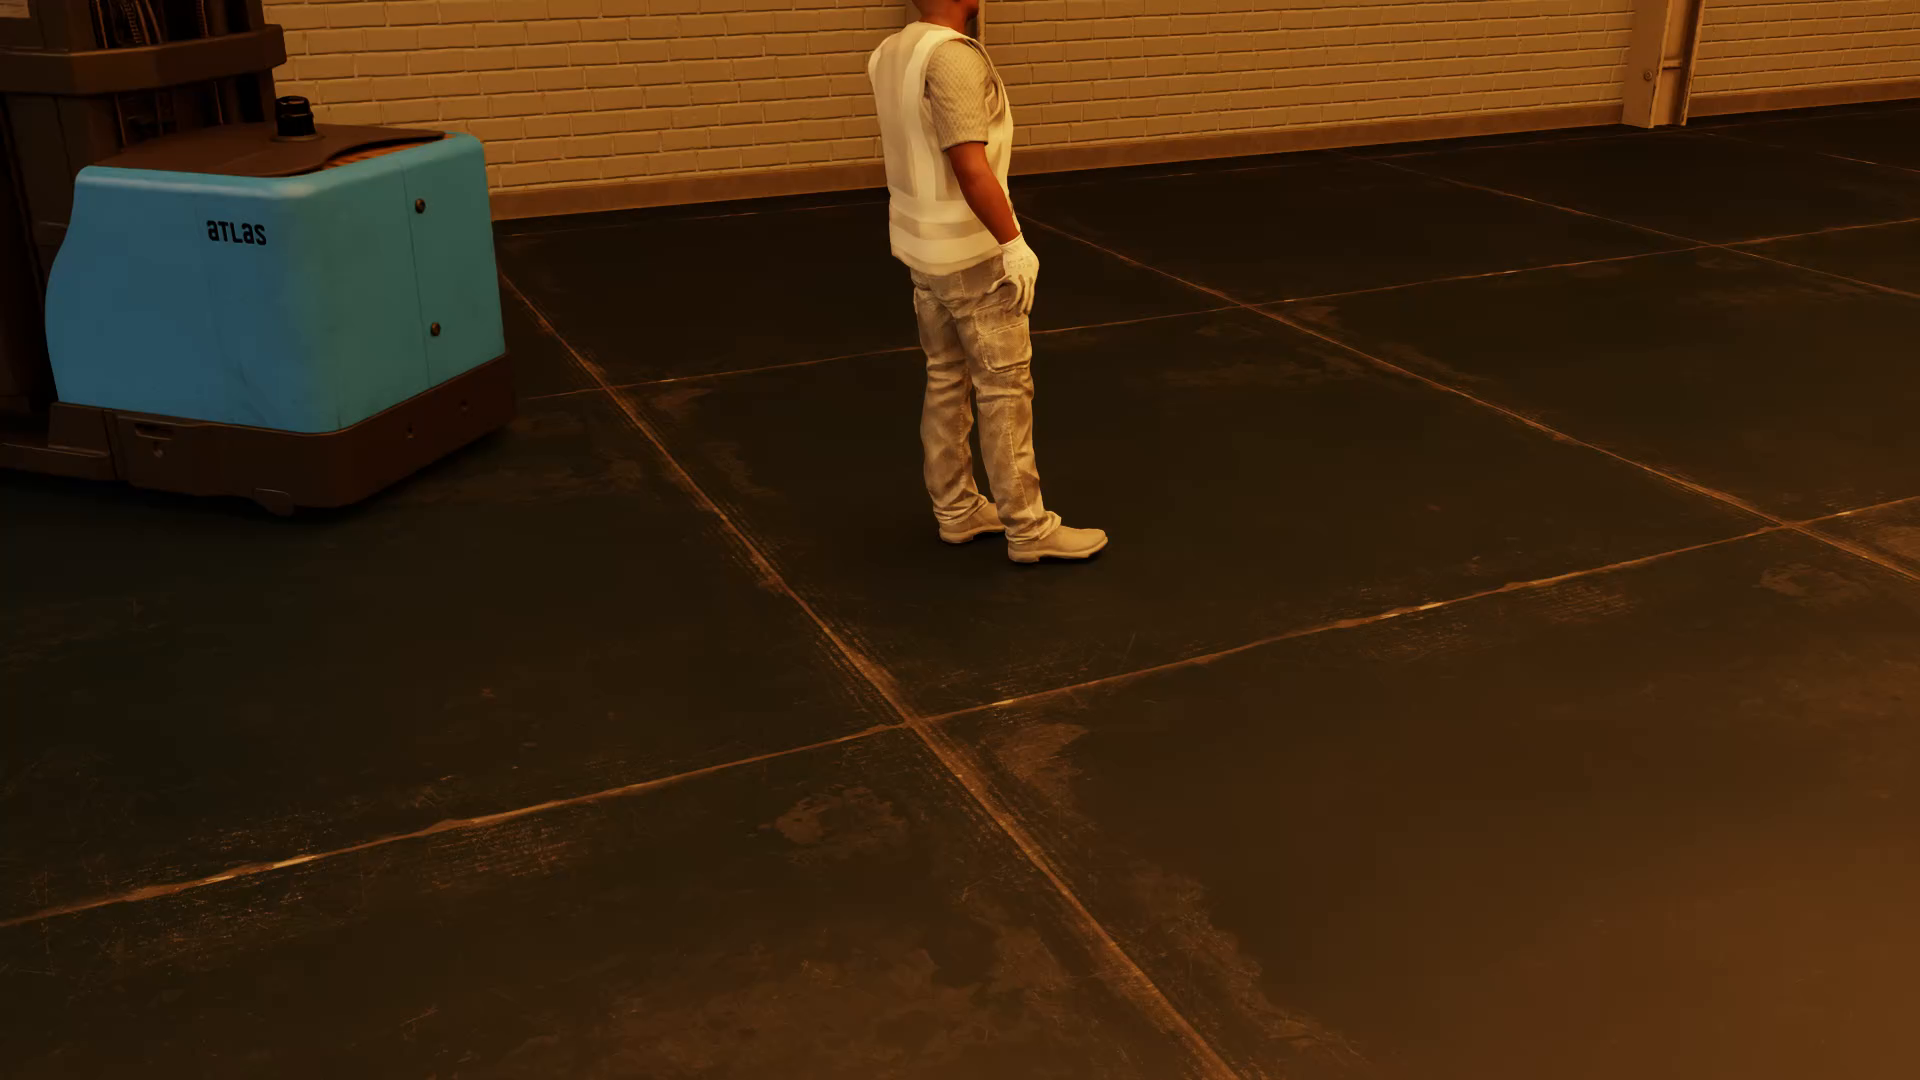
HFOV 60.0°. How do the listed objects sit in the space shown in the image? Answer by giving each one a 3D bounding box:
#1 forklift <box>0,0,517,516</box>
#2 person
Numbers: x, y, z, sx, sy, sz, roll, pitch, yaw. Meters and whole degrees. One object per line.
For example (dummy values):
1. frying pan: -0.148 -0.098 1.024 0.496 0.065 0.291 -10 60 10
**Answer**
1. forklift: -3.170 -1.754 5.509 3.031 2.935 1.130 8 24 18
2. person: 0.069 -0.839 4.783 0.575 1.785 0.657 -10 25 -23
